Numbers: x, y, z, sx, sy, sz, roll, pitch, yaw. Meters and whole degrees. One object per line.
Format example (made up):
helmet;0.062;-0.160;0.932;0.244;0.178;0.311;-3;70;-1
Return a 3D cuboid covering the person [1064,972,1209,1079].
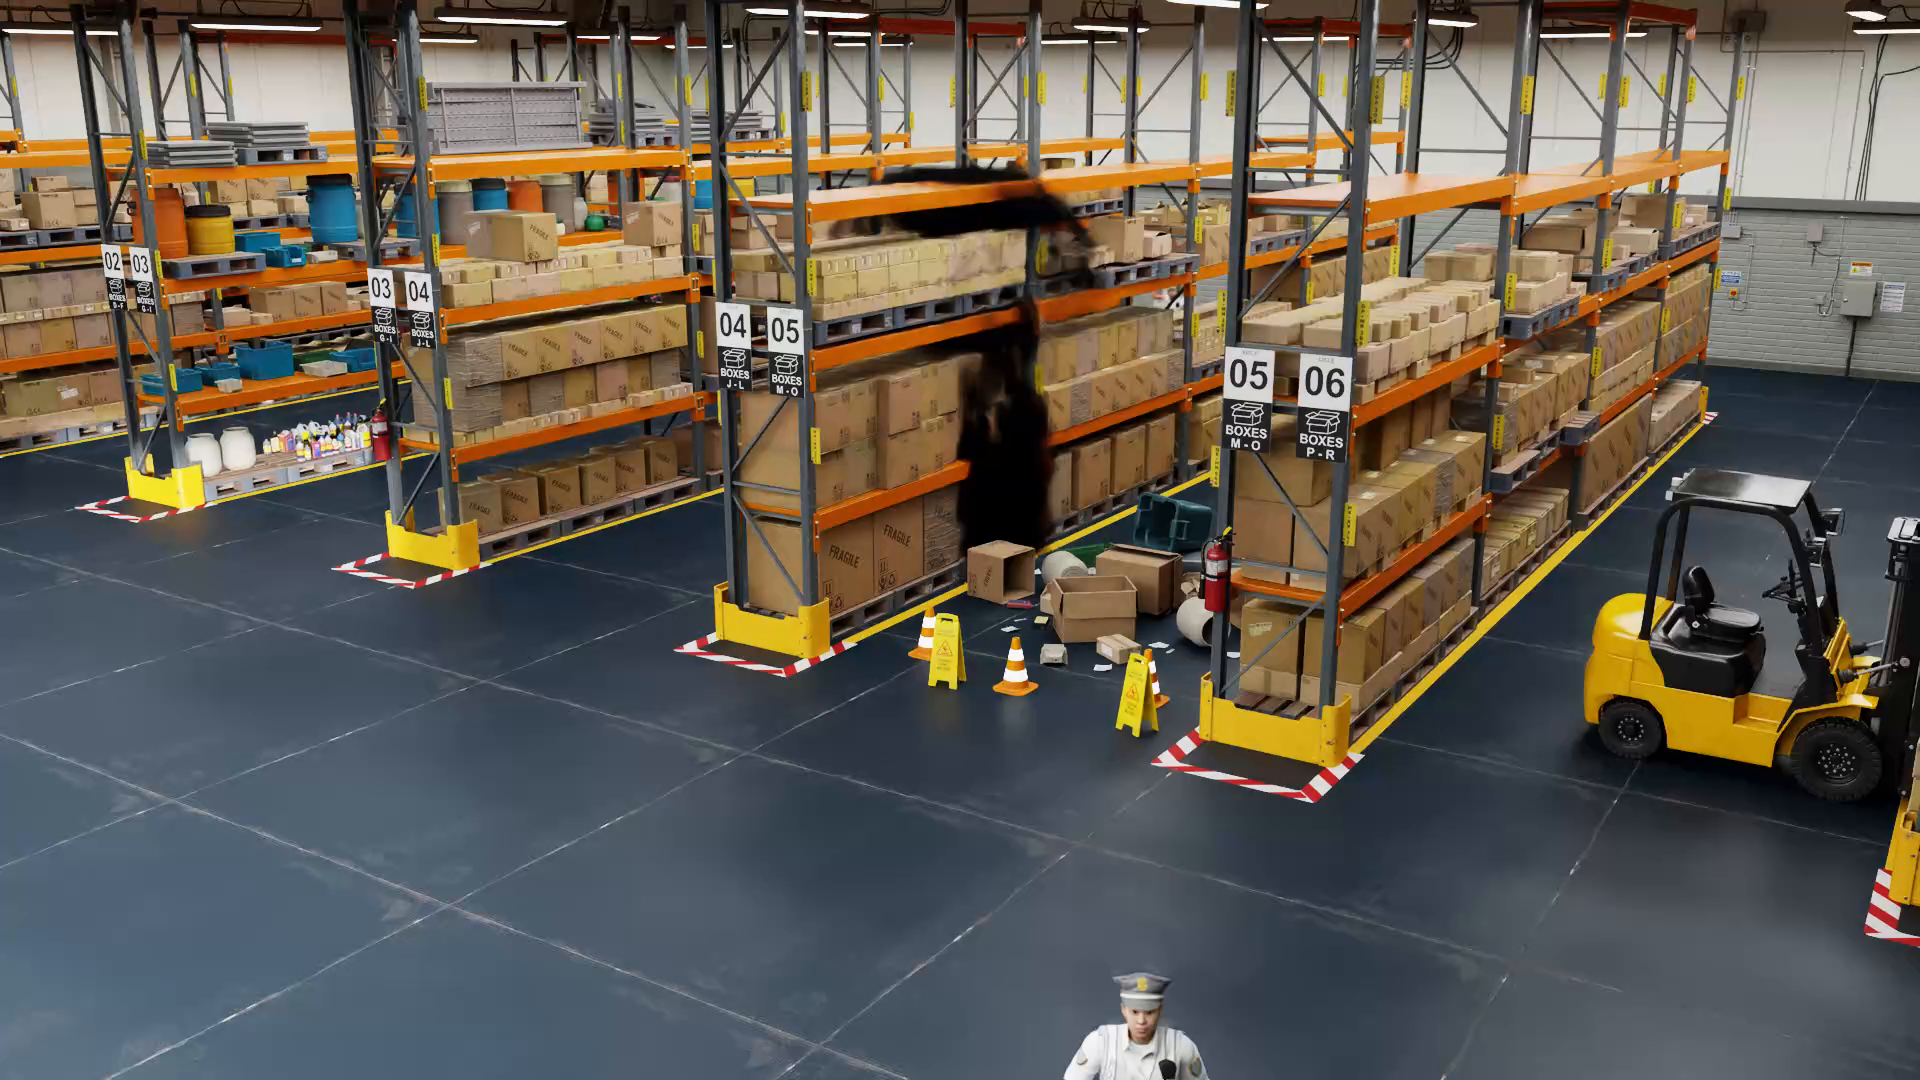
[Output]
person;0.749;2.551;7.037;0.629;1.670;0.550;1;16;4

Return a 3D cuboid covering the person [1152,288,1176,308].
person;3.905;-4.435;31.841;0.998;1.772;0.676;14;21;42

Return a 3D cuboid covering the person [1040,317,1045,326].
person;1.178;-2.443;24.509;0.690;1.760;1.046;8;17;25

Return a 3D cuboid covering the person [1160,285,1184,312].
person;3.835;-3.784;29.779;0.642;1.660;0.555;7;17;25
